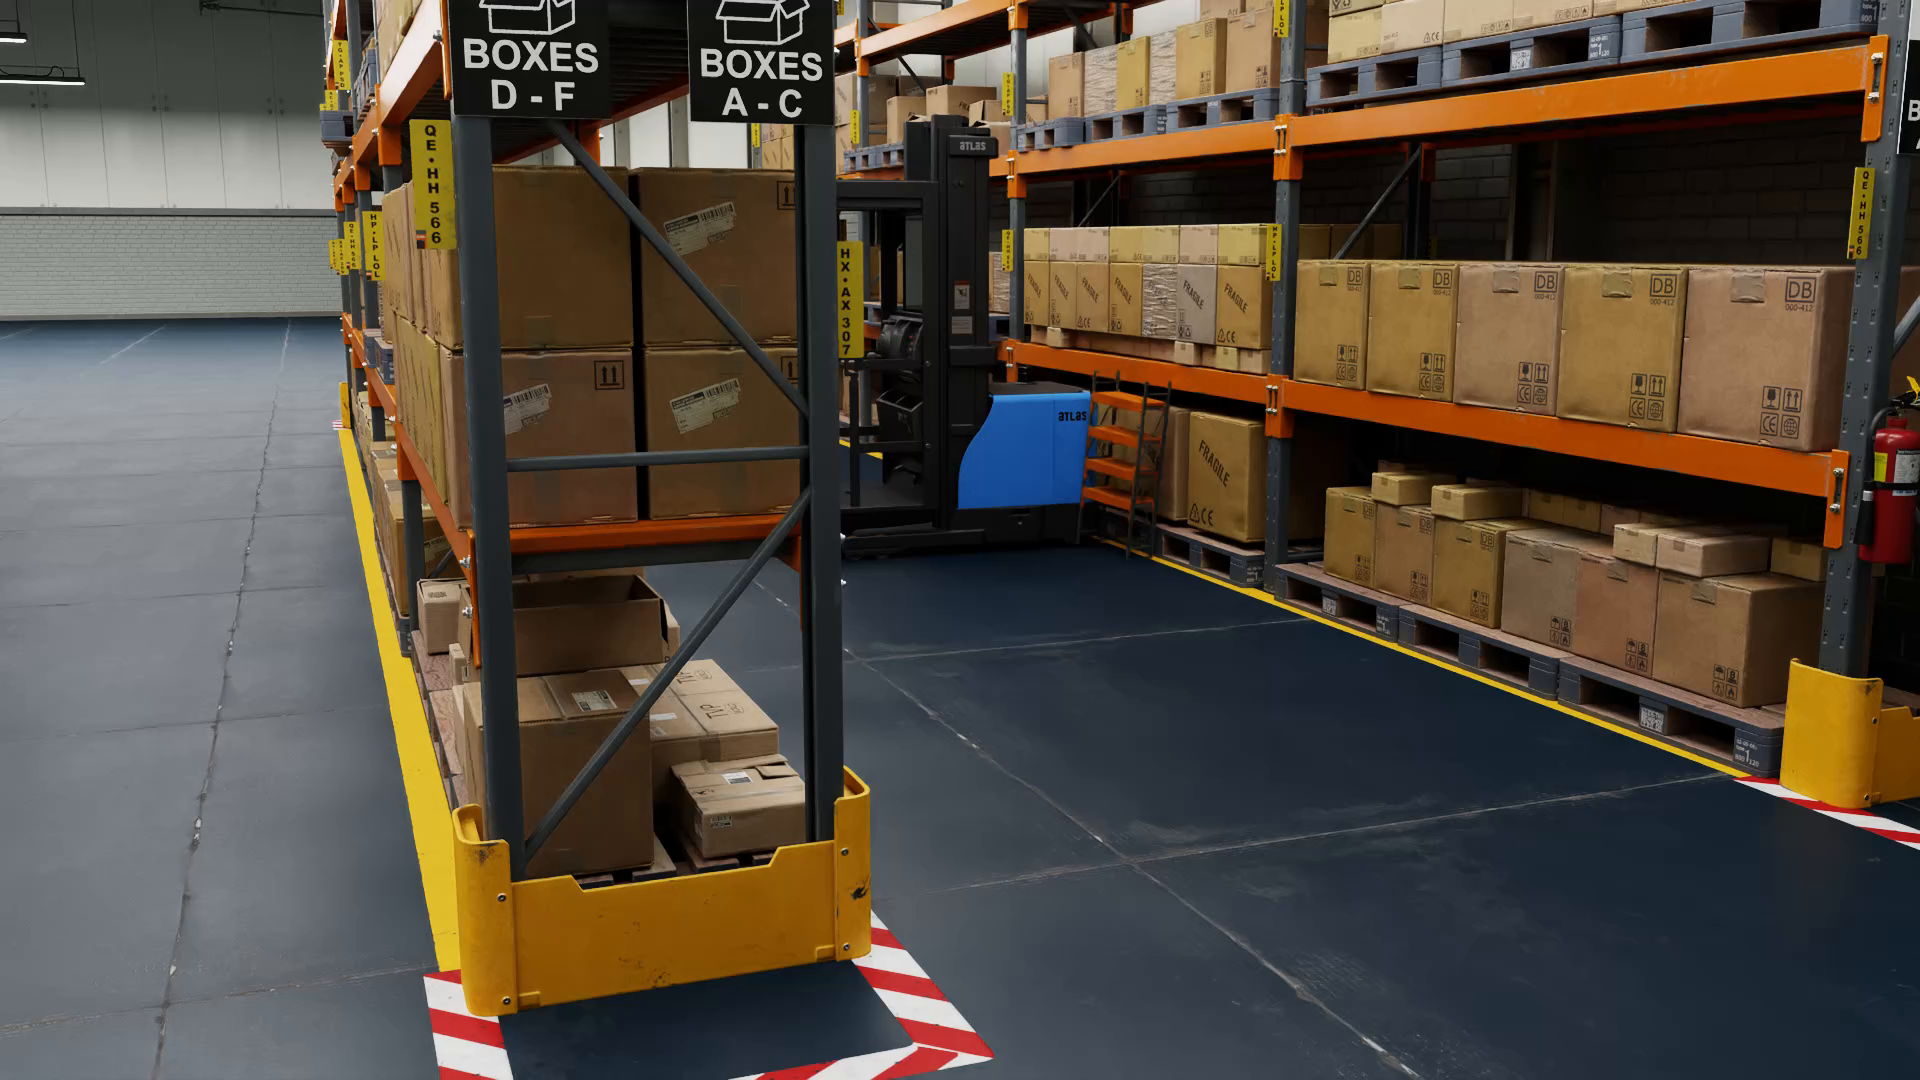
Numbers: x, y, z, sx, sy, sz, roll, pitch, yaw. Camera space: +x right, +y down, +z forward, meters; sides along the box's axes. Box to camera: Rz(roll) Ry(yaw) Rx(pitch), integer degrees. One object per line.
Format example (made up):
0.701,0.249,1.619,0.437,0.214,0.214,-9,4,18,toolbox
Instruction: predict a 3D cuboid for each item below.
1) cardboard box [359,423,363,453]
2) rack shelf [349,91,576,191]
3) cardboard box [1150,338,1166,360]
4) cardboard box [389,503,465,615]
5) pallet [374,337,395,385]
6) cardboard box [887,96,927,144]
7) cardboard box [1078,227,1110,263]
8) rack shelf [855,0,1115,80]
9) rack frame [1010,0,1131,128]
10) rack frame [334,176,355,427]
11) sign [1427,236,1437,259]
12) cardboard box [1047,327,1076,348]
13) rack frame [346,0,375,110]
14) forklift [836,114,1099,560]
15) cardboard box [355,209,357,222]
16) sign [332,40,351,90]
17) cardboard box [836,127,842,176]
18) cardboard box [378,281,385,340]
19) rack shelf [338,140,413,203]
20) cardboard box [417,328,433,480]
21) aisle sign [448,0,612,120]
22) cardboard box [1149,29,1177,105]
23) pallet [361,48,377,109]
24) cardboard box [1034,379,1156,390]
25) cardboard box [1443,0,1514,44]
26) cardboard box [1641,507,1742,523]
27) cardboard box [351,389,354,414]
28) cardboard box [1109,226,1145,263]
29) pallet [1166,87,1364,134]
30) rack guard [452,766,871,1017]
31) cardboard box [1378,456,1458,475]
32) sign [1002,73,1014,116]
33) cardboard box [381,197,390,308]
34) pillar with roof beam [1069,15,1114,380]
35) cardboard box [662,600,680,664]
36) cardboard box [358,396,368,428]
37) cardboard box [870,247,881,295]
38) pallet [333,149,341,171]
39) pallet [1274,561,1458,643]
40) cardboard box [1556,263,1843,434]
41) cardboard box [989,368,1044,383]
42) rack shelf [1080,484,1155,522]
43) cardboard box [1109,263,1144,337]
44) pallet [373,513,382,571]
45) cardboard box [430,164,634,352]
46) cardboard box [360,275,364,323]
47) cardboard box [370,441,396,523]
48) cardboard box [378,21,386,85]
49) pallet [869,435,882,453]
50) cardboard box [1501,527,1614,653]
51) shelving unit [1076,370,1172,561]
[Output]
-5.260,-0.947,15.333,0.500,0.250,0.500,-4,11,-22,cardboard box
-3.001,-2.319,9.882,1.077,0.370,4.000,-4,11,-21,rack shelf
1.534,-1.319,11.428,0.380,0.149,0.250,-4,11,-22,cardboard box
-2.722,0.082,8.777,0.500,0.500,0.500,-4,11,-21,cardboard box
-3.017,-1.111,10.151,1.003,0.211,1.213,-4,11,-21,pallet
-0.436,-4.129,16.520,0.500,0.500,0.500,-2,10,-13,cardboard box
1.195,-2.153,12.127,0.500,0.250,0.500,-4,11,-21,cardboard box
0.165,-4.567,15.096,1.077,0.370,4.000,-4,11,-21,rack shelf
0.890,-4.792,13.162,1.000,3.000,0.127,-4,11,-21,rack frame
-6.625,-2.829,19.258,1.000,3.000,0.127,-4,11,-21,rack frame
2.856,-1.686,10.134,0.100,0.325,0.005,-4,11,-21,sign
0.894,-1.565,12.815,0.380,0.149,0.250,-4,11,-19,cardboard box
-3.726,-4.477,11.392,1.000,3.000,0.127,-4,11,-21,rack frame
-0.598,-1.410,11.476,3.031,2.935,1.130,-3,11,-17,forklift
-5.888,-3.182,17.252,0.700,0.500,0.500,-4,11,-21,cardboard box
-4.246,-3.259,11.412,0.100,0.325,0.005,-4,11,-21,sign
-1.144,-4.177,17.929,0.500,0.500,0.500,-5,11,-26,cardboard box
-3.239,-1.522,10.426,0.700,0.500,0.500,-2,10,-10,cardboard box
-4.450,-2.972,13.553,1.077,0.370,4.000,-4,11,-21,rack shelf
-1.610,-0.488,5.816,0.500,0.500,0.500,-4,11,-20,cardboard box
-1.087,-1.467,4.176,0.394,0.787,0.004,-4,11,-21,aisle sign
1.739,-3.251,11.524,0.700,0.500,0.500,-4,11,-21,cardboard box
-2.447,-2.365,8.624,1.213,0.211,1.003,-4,11,-21,pallet
1.034,-0.858,13.118,0.750,0.750,0.750,-4,11,-22,cardboard box
2.708,-2.547,8.053,0.500,0.250,0.500,-4,11,-22,cardboard box
3.399,-0.051,7.730,0.380,0.149,0.250,-4,11,-20,cardboard box
-6.638,-1.580,18.891,0.500,0.250,0.500,-4,11,-21,cardboard box
1.385,-2.070,11.660,0.500,0.250,0.500,-4,11,-22,cardboard box
1.961,-2.714,10.595,0.805,0.209,1.217,-4,11,-23,pallet
-0.854,1.001,4.865,1.175,0.500,0.348,-4,11,-21,rack guard
2.648,-0.388,9.624,0.380,0.149,0.250,-4,11,-21,cardboard box
0.384,-3.535,13.188,0.100,0.325,0.005,-4,11,-21,sign
-2.368,-1.317,7.617,0.500,0.500,0.500,-4,11,-19,cardboard box
-2.787,-4.785,13.128,9.100,9.000,0.400,-4,11,-21,pillar with roof beam
-1.533,0.435,7.334,0.500,0.311,0.500,-4,11,-21,cardboard box
-5.081,-1.140,14.813,0.500,0.311,0.500,-4,11,-22,cardboard box
-1.019,-2.854,17.627,0.500,0.500,0.500,-4,11,-21,cardboard box
-5.947,-3.946,17.224,1.003,0.211,1.213,-4,11,-21,pallet
2.542,0.317,9.536,1.003,0.211,1.213,-4,11,-21,pallet
3.321,-0.881,7.449,0.980,0.700,0.700,-4,11,-21,cardboard box
0.432,-1.404,14.990,0.500,0.250,0.500,-4,11,-20,cardboard box
1.077,-0.253,11.275,0.258,0.148,0.480,-6,17,-39,rack shelf
1.383,-1.696,11.700,0.500,0.500,0.500,-4,11,-19,cardboard box
-3.490,-0.026,11.463,1.003,0.211,1.213,-4,11,-21,pallet
-1.244,-0.814,4.790,0.500,0.500,0.500,-4,11,-21,cardboard box
-5.717,-2.465,16.927,0.700,0.500,0.500,-4,11,-20,cardboard box
-3.827,-0.416,11.578,0.500,0.500,0.500,-3,11,-18,cardboard box
-2.331,-2.178,7.462,0.500,0.250,0.500,-4,11,-21,cardboard box
-0.276,-0.991,16.889,1.003,0.211,1.213,-4,11,-21,pallet
3.078,0.220,8.056,0.700,0.500,0.500,-4,11,-23,cardboard box
1.099,-0.511,11.215,0.258,1.200,0.503,-6,17,-39,shelving unit
